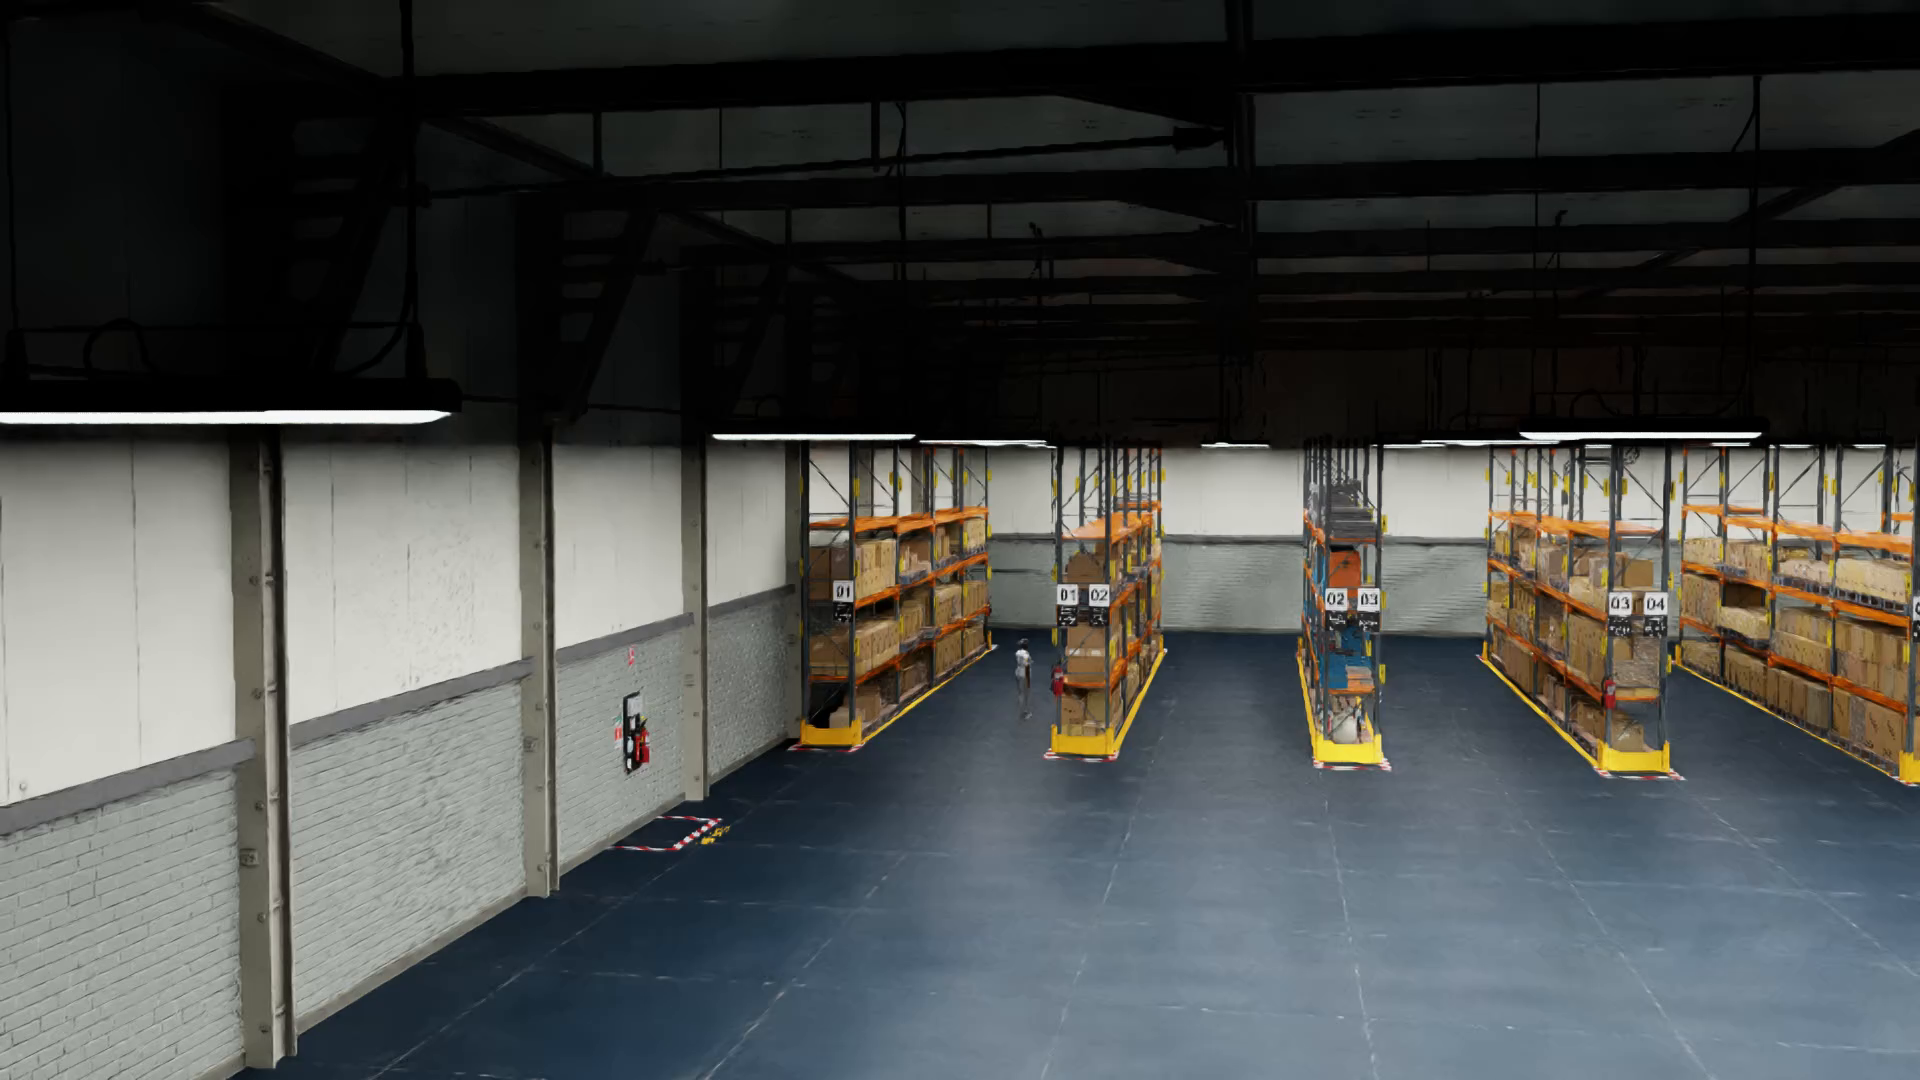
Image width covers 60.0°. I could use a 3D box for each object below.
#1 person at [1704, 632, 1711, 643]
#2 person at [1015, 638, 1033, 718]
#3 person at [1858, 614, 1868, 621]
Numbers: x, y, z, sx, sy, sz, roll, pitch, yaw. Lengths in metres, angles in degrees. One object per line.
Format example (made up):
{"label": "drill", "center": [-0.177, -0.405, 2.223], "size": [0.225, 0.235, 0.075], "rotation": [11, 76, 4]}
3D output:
{"label": "person", "center": [21.584, 2.292, 47.573], "size": [0.615, 1.724, 0.939], "rotation": [2, 4, 38]}
{"label": "person", "center": [1.392, 2.949, 35.618], "size": [0.416, 1.678, 0.507], "rotation": [-1, 3, -21]}
{"label": "person", "center": [22.219, 2.568, 41.001], "size": [0.542, 1.730, 0.628], "rotation": [2, 3, 27]}
